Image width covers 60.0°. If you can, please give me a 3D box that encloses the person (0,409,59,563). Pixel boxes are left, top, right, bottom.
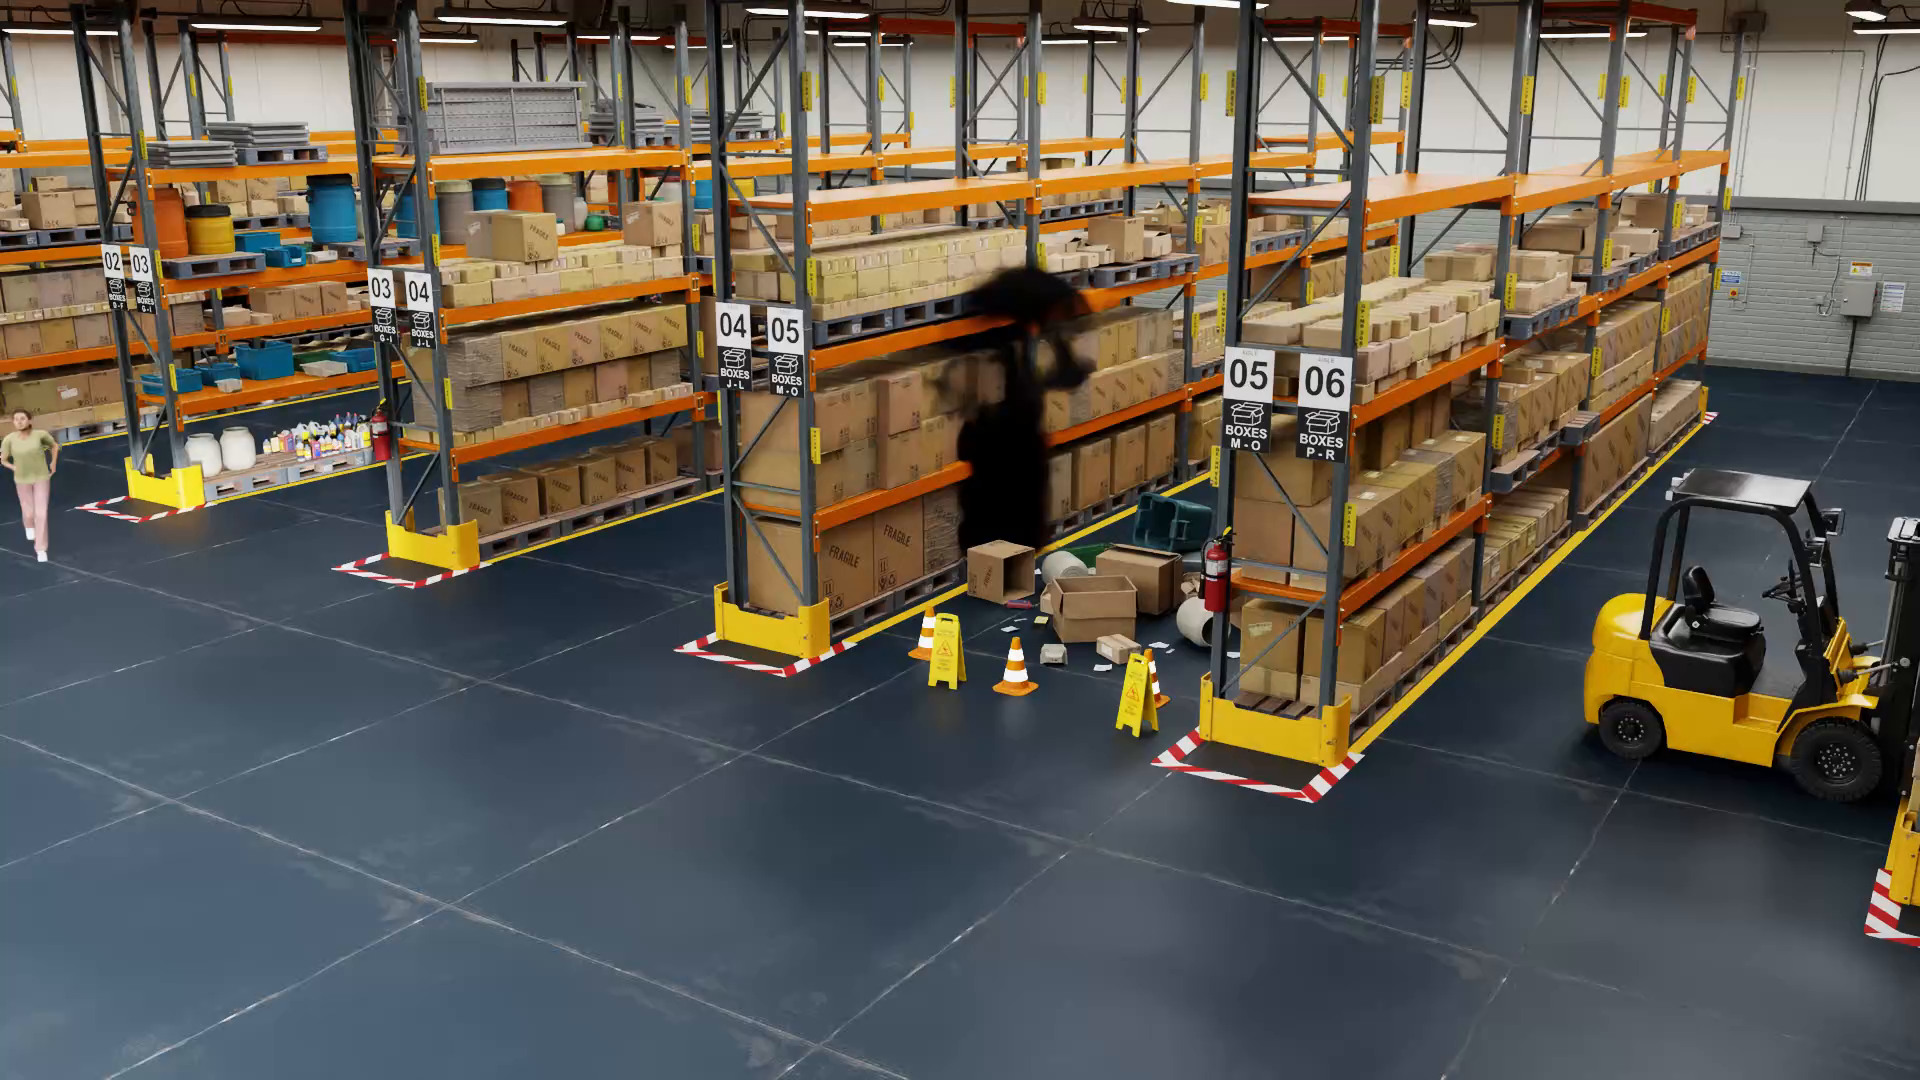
[{"bbox_3d":[-10.308,-0.651,18.495,0.587,1.670,0.911,-7,17,-24],"label":"person"}]
